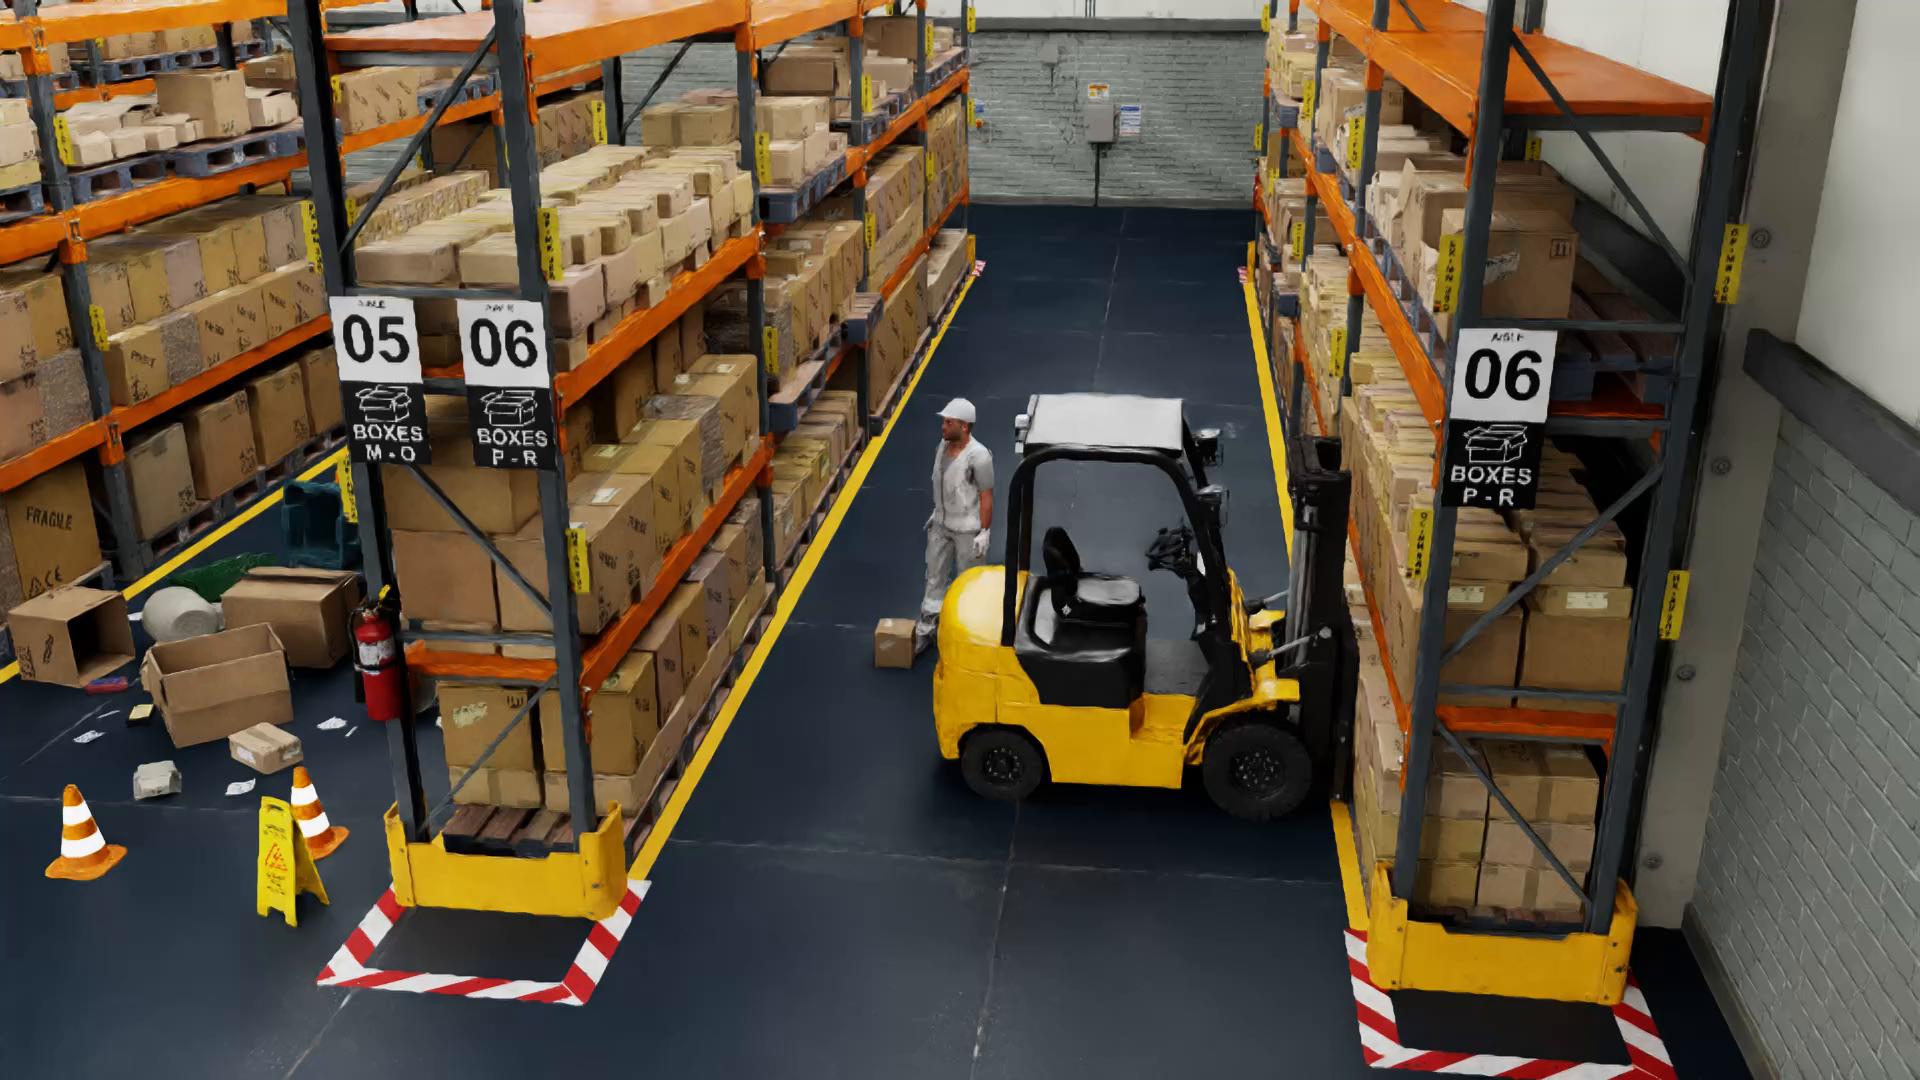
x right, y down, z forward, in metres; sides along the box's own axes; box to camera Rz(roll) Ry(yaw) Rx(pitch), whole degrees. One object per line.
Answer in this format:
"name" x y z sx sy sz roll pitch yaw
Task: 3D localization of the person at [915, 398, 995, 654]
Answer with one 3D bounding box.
"person" -0.082 -0.069 11.196 0.564 1.794 0.547 -17 27 -38
